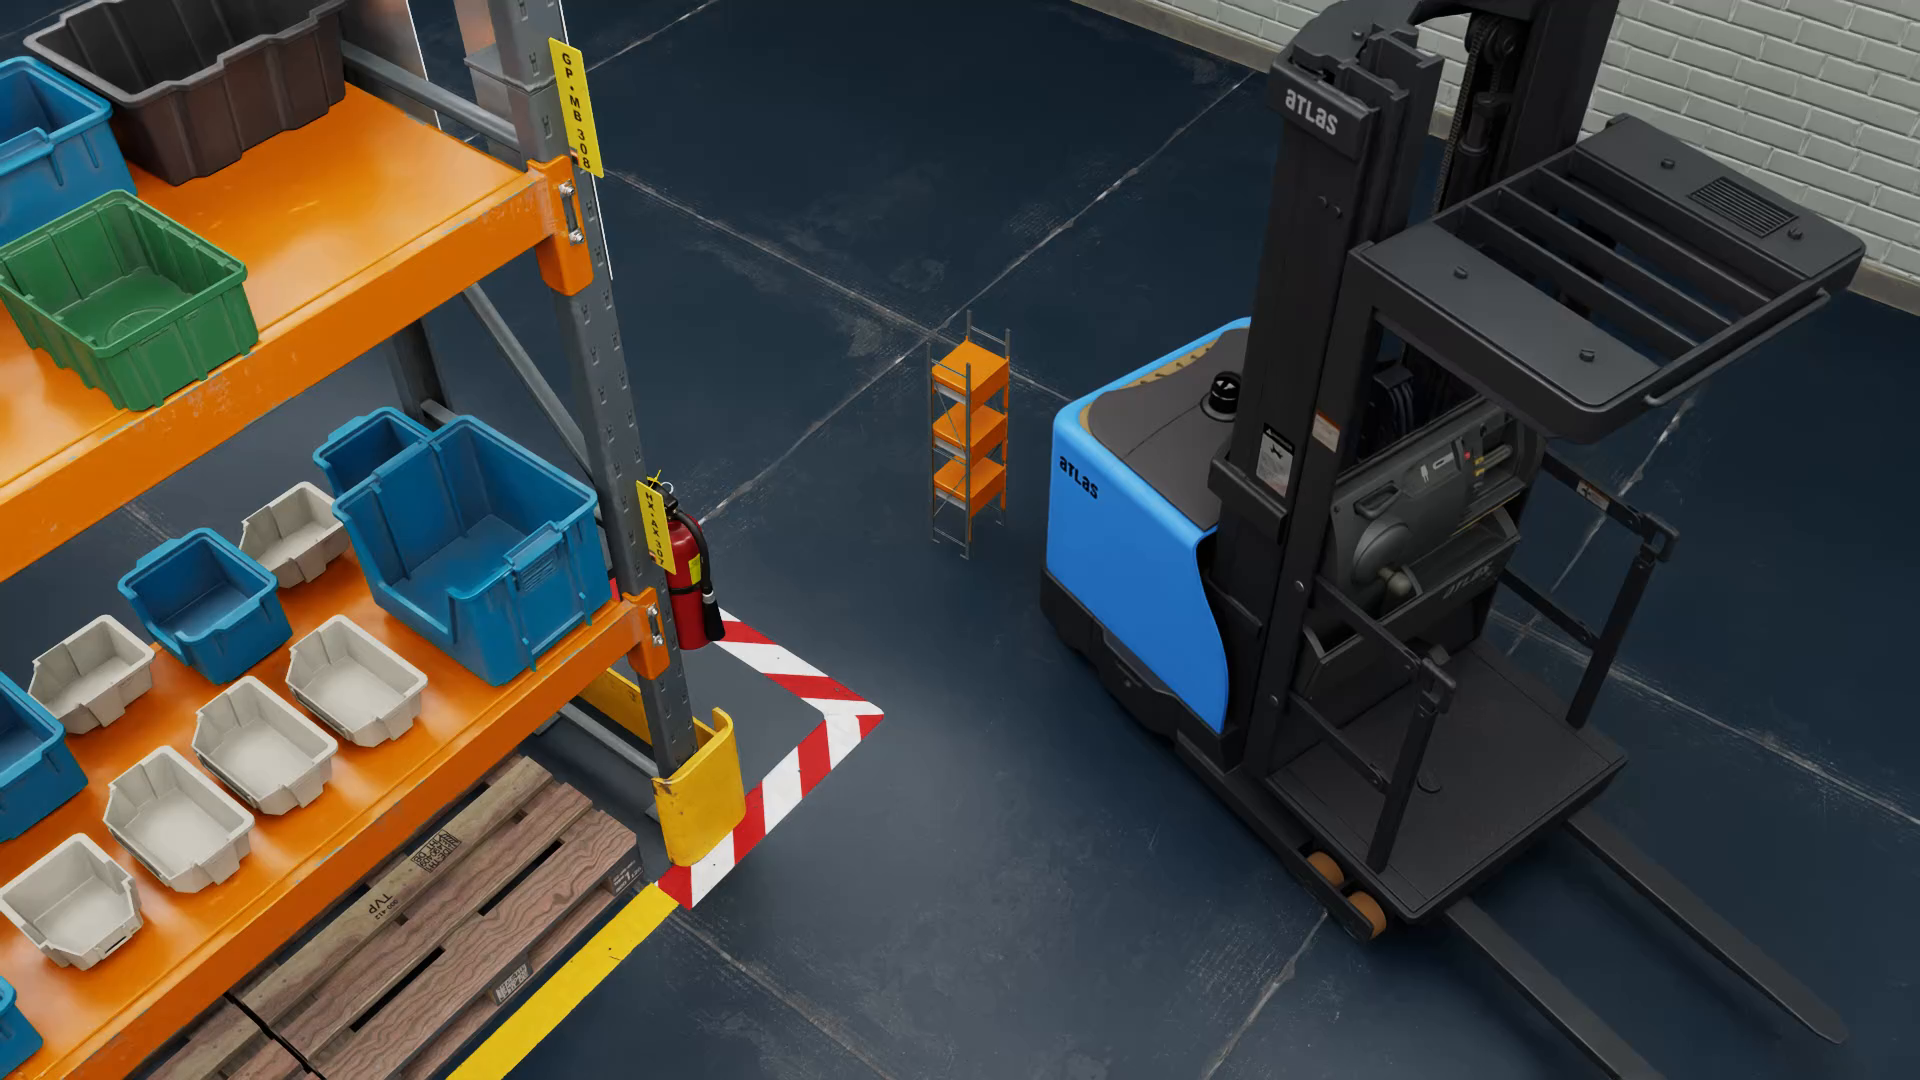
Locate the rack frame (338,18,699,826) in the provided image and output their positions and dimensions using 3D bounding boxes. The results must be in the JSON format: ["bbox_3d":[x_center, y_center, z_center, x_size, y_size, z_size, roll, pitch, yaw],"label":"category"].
[{"bbox_3d":[-1.314,-0.210,5.041,1.000,3.000,0.127,29,53,25],"label":"rack frame"}]

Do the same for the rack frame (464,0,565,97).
[{"bbox_3d":[-1.314,-2.282,2.872,1.000,3.000,0.127,29,53,25],"label":"rack frame"}]

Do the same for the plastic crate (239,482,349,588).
[{"bbox_3d":[-1.987,0.003,4.978,0.250,0.136,0.298,29,53,25],"label":"plastic crate"}]

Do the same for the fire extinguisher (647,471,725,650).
[{"bbox_3d":[-0.862,0.060,5.094,0.296,0.674,0.183,29,53,25],"label":"fire extinguisher"}]

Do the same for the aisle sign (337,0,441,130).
[{"bbox_3d":[-1.505,-1.281,4.266,0.394,0.787,0.004,29,53,25],"label":"aisle sign"}]

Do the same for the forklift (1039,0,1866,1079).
[{"bbox_3d":[1.590,-0.068,4.953,1.130,2.935,3.031,-28,52,-24],"label":"forklift"}]

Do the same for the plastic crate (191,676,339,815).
[{"bbox_3d":[-1.858,0.566,4.440,0.396,0.136,0.243,29,53,25],"label":"plastic crate"}]

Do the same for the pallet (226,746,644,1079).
[{"bbox_3d":[-1.849,1.208,5.615,1.003,0.211,1.213,29,53,25],"label":"pallet"}]

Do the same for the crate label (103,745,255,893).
[{"bbox_3d":[-2.009,0.737,4.278,0.396,0.136,0.243,29,53,25],"label":"crate label"}]

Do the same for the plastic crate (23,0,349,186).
[{"bbox_3d":[-1.770,-1.104,3.911,0.497,0.269,0.590,29,53,25],"label":"plastic crate"}]

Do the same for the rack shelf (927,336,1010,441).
[{"bbox_3d":[0.033,-0.582,6.367,0.215,0.259,0.240,29,53,25],"label":"rack shelf"}]

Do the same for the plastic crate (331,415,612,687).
[{"bbox_3d":[-1.371,0.031,4.745,0.616,0.435,0.499,29,53,25],"label":"plastic crate"}]

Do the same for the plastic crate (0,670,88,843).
[{"bbox_3d":[-2.531,0.576,4.364,0.416,0.233,0.300,29,53,25],"label":"plastic crate"}]

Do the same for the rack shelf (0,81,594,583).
[{"bbox_3d":[-2.537,0.147,3.123,1.077,0.370,4.000,29,53,25],"label":"rack shelf"}]

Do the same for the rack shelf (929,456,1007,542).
[{"bbox_3d":[0.033,-0.194,6.773,0.215,0.259,0.240,29,53,25],"label":"rack shelf"}]

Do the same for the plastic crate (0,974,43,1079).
[{"bbox_3d":[-2.367,1.115,3.849,0.416,0.233,0.300,29,53,25],"label":"plastic crate"}]

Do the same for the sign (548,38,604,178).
[{"bbox_3d":[-0.869,-0.976,3.771,0.100,0.325,0.005,29,53,25],"label":"sign"}]

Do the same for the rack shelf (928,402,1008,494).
[{"bbox_3d":[0.033,-0.386,6.572,0.215,0.259,0.240,29,53,25],"label":"rack shelf"}]

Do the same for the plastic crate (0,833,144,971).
[{"bbox_3d":[-2.175,0.914,4.108,0.298,0.136,0.250,29,53,25],"label":"plastic crate"}]

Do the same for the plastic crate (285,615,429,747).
[{"bbox_3d":[-1.670,0.407,4.592,0.396,0.136,0.243,29,53,25],"label":"plastic crate"}]

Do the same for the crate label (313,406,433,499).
[{"bbox_3d":[-1.726,-0.177,5.084,0.416,0.233,0.303,29,53,25],"label":"crate label"}]

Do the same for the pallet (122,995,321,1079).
[{"bbox_3d":[-2.595,1.903,4.951,1.003,0.211,1.213,29,53,25],"label":"pallet"}]

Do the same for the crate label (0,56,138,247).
[{"bbox_3d":[-2.134,-0.810,3.642,0.408,0.251,0.502,29,53,25],"label":"crate label"}]

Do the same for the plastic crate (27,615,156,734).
[{"bbox_3d":[-2.402,0.391,4.608,0.250,0.136,0.298,29,53,25],"label":"plastic crate"}]

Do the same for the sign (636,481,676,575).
[{"bbox_3d":[-0.869,-0.033,4.759,0.100,0.325,0.005,29,53,25],"label":"sign"}]

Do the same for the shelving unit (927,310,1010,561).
[{"bbox_3d":[0.033,-0.393,6.564,0.215,1.050,0.252,29,53,25],"label":"shelving unit"}]

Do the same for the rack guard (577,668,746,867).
[{"bbox_3d":[-1.310,0.634,5.964,1.175,0.500,0.348,29,53,25],"label":"rack guard"}]

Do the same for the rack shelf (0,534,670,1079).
[{"bbox_3d":[-2.537,1.183,4.208,1.077,0.370,4.000,29,53,25],"label":"rack shelf"}]

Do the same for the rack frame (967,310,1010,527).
[{"bbox_3d":[0.107,-0.463,6.631,0.200,1.050,0.008,29,53,25],"label":"rack frame"}]

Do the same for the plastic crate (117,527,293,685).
[{"bbox_3d":[-2.128,0.199,4.724,0.416,0.233,0.300,29,53,25],"label":"plastic crate"}]

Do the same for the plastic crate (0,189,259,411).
[{"bbox_3d":[-1.691,-0.482,3.373,0.450,0.188,0.336,29,53,25],"label":"plastic crate"}]

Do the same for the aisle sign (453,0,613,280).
[{"bbox_3d":[-1.038,-1.020,4.017,0.394,0.787,0.004,29,53,25],"label":"aisle sign"}]

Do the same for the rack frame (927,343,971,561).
[{"bbox_3d":[-0.042,-0.323,6.498,0.200,1.050,0.008,29,53,25],"label":"rack frame"}]
